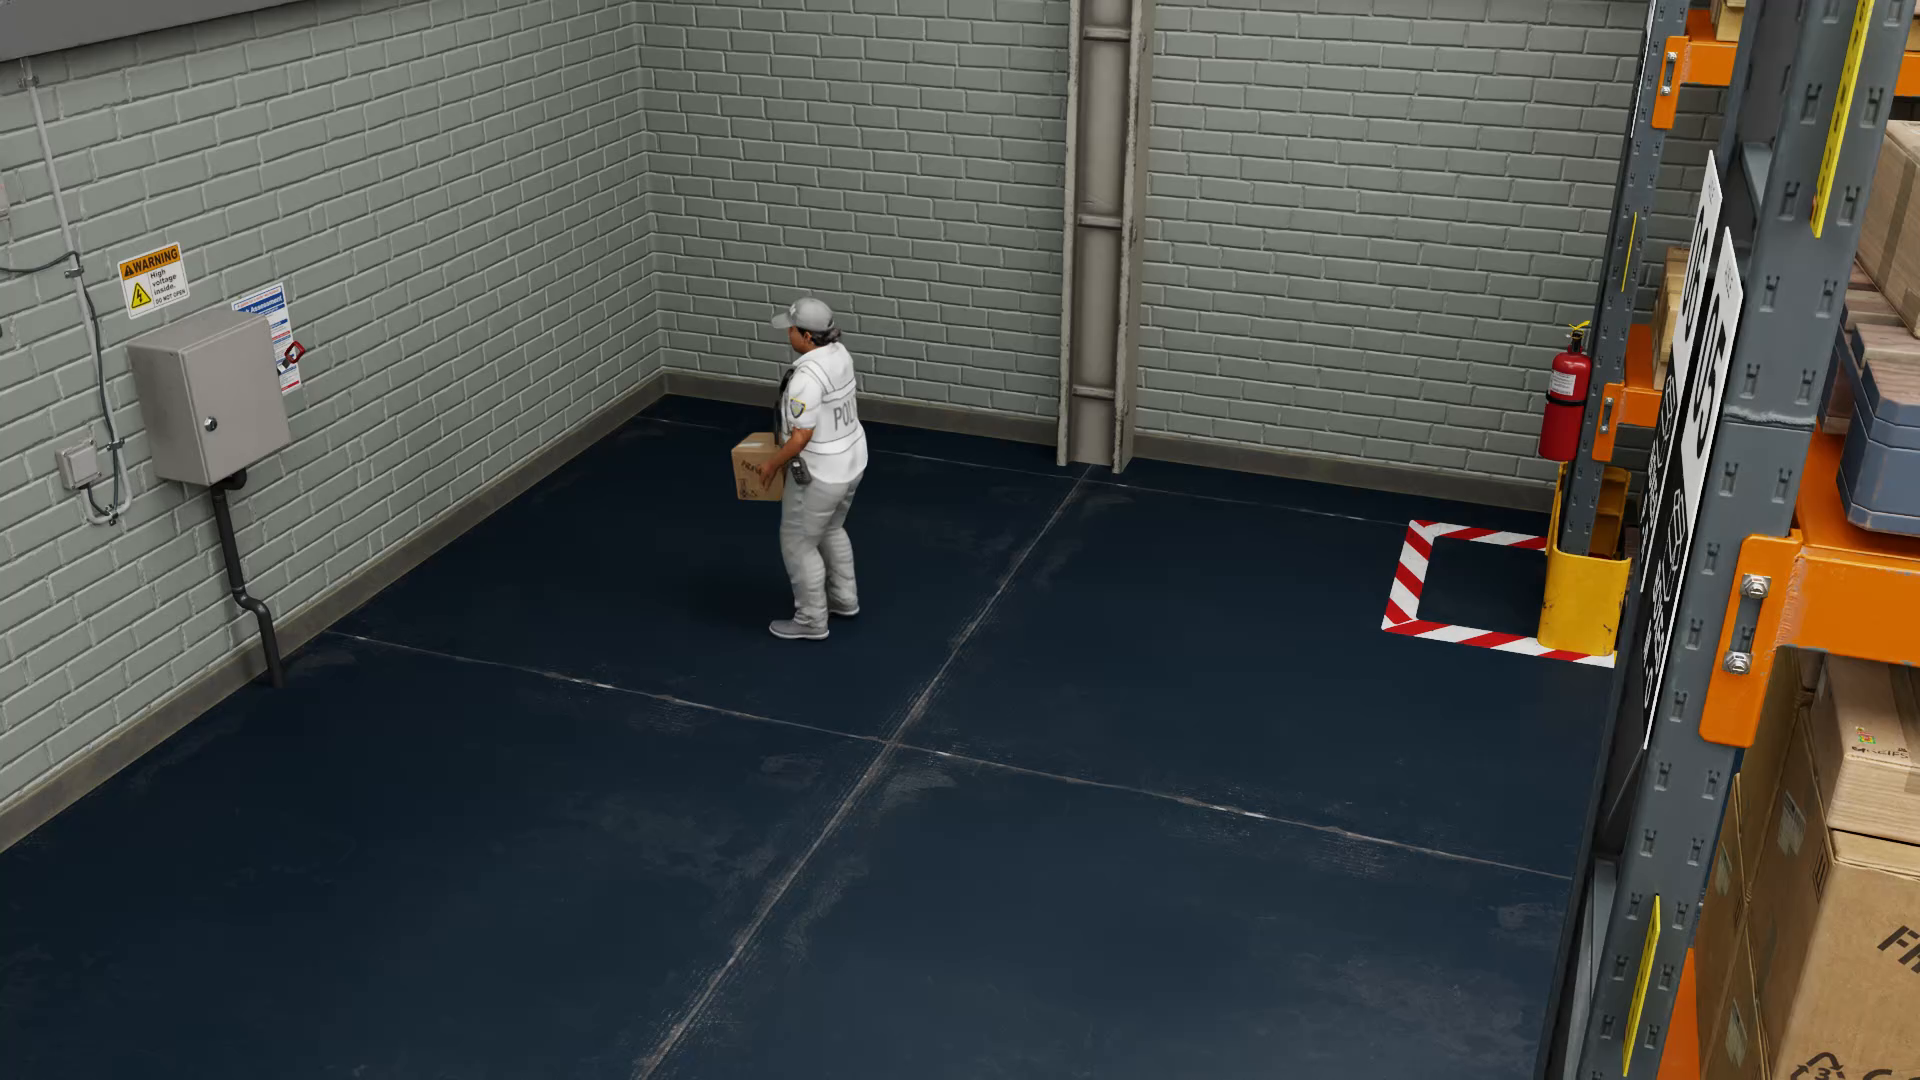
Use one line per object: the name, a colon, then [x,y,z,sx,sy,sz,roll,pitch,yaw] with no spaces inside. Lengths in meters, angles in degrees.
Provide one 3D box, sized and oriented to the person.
person: [-0.682,-0.330,7.777,0.466,1.672,0.502,8,27,17]
